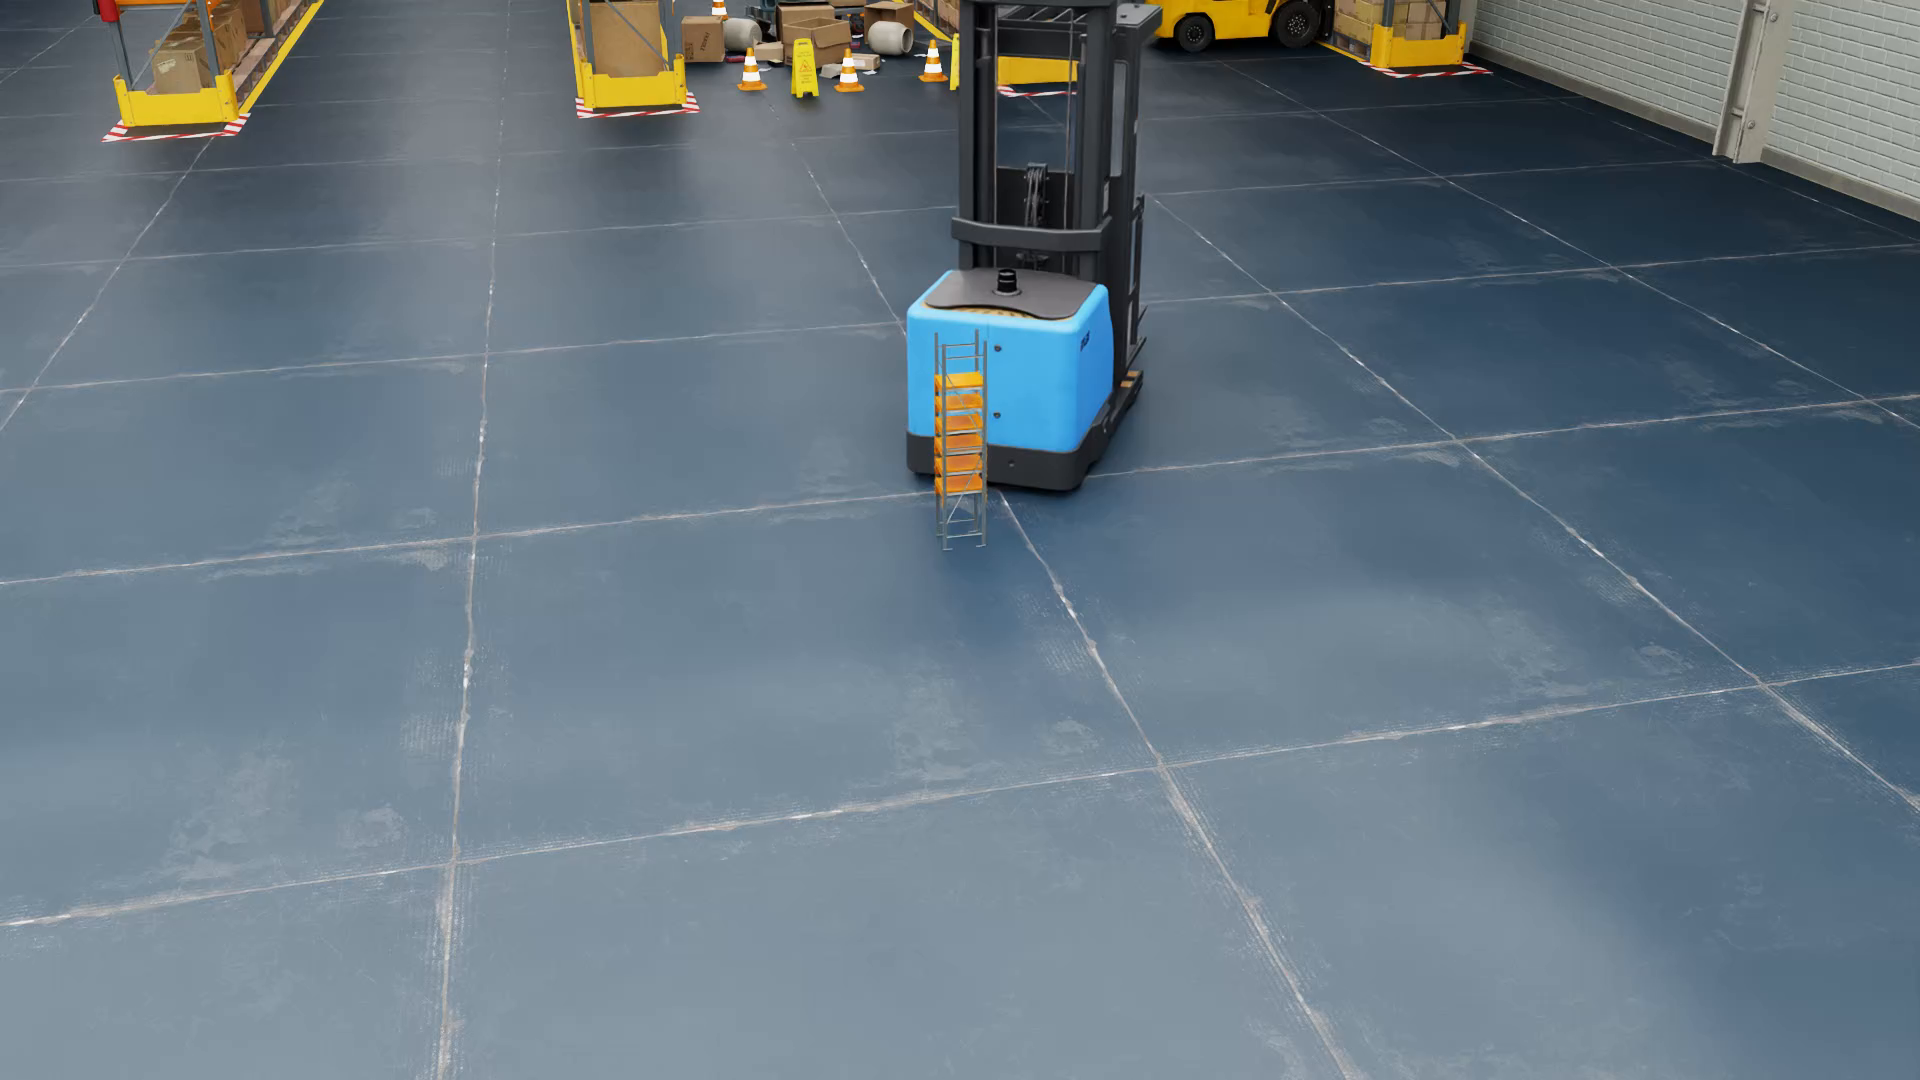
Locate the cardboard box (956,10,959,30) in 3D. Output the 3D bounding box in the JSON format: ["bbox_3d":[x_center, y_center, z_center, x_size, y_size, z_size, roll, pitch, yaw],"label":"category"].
[{"bbox_3d":[0.249,-6.938,22.252,0.500,0.250,0.500,-6,27,-12],"label":"cardboard box"}]

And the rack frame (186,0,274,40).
[{"bbox_3d":[-9.530,-7.724,21.223,1.000,3.000,0.127,-6,27,-12],"label":"rack frame"}]

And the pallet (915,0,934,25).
[{"bbox_3d":[-0.052,-7.827,24.522,1.003,0.211,1.213,-6,27,-12],"label":"pallet"}]

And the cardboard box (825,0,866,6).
[{"bbox_3d":[-1.602,-7.758,23.225,0.500,0.500,0.500,-6,27,-12],"label":"cardboard box"}]

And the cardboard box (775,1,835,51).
[{"bbox_3d":[-2.055,-6.844,22.100,0.797,0.637,0.503,-6,27,-12],"label":"cardboard box"}]

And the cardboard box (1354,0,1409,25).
[{"bbox_3d":[5.448,-6.845,21.513,0.500,0.250,0.500,-6,27,-12],"label":"cardboard box"}]

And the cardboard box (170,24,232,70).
[{"bbox_3d":[-9.044,-5.851,19.821,0.500,0.500,0.500,-3,27,-7],"label":"cardboard box"}]

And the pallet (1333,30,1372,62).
[{"bbox_3d":[5.649,-6.566,22.025,1.003,0.211,1.213,-6,27,-12],"label":"pallet"}]

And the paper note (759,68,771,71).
[{"bbox_3d":[-2.463,-5.943,20.993,0.144,0.017,0.142,3,27,6],"label":"paper note"}]

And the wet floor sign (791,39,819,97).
[{"bbox_3d":[-1.838,-5.564,19.558,0.267,0.644,0.232,-11,29,-20],"label":"wet floor sign"}]

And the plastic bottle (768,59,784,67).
[{"bbox_3d":[-2.373,-6.109,21.286,0.133,0.061,0.283,-16,31,-29],"label":"plastic bottle"}]

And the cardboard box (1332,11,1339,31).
[{"bbox_3d":[5.241,-7.054,22.481,0.500,0.250,0.500,-6,27,-11],"label":"cardboard box"}]

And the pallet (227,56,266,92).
[{"bbox_3d":[-9.066,-5.651,20.211,1.003,0.211,1.213,-6,27,-12],"label":"pallet"}]

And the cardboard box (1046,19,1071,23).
[{"bbox_3d":[1.108,-6.661,20.872,0.500,0.500,0.500,-7,28,-13],"label":"cardboard box"}]

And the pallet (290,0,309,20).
[{"bbox_3d":[-10.257,-7.892,24.651,1.003,0.211,1.213,-6,27,-12],"label":"pallet"}]

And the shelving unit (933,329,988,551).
[{"bbox_3d":[0.003,-0.529,8.967,0.258,1.200,0.189,-6,27,-12],"label":"shelving unit"}]

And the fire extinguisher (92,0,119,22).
[{"bbox_3d":[-9.052,-5.836,17.569,0.296,0.674,0.183,-6,27,-12],"label":"fire extinguisher"}]

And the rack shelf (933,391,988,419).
[{"bbox_3d":[0.003,-0.704,8.879,0.258,0.103,0.180,-6,27,-12],"label":"rack shelf"}]

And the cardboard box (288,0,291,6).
[{"bbox_3d":[-10.123,-8.026,24.108,0.700,0.500,0.500,-8,28,-16],"label":"cardboard box"}]

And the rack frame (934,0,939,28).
[{"bbox_3d":[0.125,-8.730,23.217,1.000,3.000,0.127,-6,27,-12],"label":"rack frame"}]

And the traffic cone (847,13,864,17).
[{"bbox_3d":[-1.518,-8.000,24.586,0.336,0.463,0.334,-6,27,-12],"label":"traffic cone"}]

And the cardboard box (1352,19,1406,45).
[{"bbox_3d":[5.448,-6.614,21.610,0.500,0.250,0.500,-6,27,-11],"label":"cardboard box"}]

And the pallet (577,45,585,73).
[{"bbox_3d":[-4.301,-6.060,21.021,1.003,0.211,1.213,-6,27,-12],"label":"pallet"}]

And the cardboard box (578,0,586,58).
[{"bbox_3d":[-4.191,-6.343,20.380,0.875,0.875,0.875,-6,27,-12],"label":"cardboard box"}]

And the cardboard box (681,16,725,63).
[{"bbox_3d":[-3.325,-6.491,21.552,0.500,0.500,0.500,-1,27,-3],"label":"cardboard box"}]

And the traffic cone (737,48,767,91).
[{"bbox_3d":[-2.509,-5.672,19.973,0.336,0.463,0.334,-6,27,-12],"label":"traffic cone"}]

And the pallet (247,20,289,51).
[{"bbox_3d":[-9.707,-6.820,22.528,1.003,0.211,1.213,-6,27,-12],"label":"pallet"}]

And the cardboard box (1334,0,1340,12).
[{"bbox_3d":[5.208,-7.290,22.396,0.500,0.250,0.500,-7,28,-13],"label":"cardboard box"}]

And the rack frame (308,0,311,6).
[{"bbox_3d":[-10.431,-9.480,24.702,1.000,3.000,0.127,-6,27,-12],"label":"rack frame"}]

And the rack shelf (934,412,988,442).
[{"bbox_3d":[0.003,-0.597,8.933,0.258,0.103,0.180,-6,27,-12],"label":"rack shelf"}]

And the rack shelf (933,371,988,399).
[{"bbox_3d":[0.003,-0.811,8.825,0.258,0.103,0.180,-6,27,-12],"label":"rack shelf"}]

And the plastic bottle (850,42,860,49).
[{"bbox_3d":[-1.411,-6.661,22.379,0.133,0.061,0.283,-1,27,-3],"label":"plastic bottle"}]

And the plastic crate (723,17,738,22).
[{"bbox_3d":[-3.359,-7.010,22.866,0.450,0.188,0.662,-2,25,20],"label":"plastic crate"}]

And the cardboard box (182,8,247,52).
[{"bbox_3d":[-9.342,-6.365,20.839,0.500,0.500,0.500,2,27,5],"label":"cardboard box"}]

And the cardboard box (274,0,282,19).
[{"bbox_3d":[-9.863,-7.533,23.131,0.700,0.500,0.500,-8,28,-16],"label":"cardboard box"}]

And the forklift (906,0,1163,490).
[{"bbox_3d":[0.601,-2.241,10.438,1.130,2.935,3.031,8,28,15],"label":"forklift"}]

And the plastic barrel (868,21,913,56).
[{"bbox_3d":[-0.914,-6.577,21.810,0.512,0.421,0.421,13,30,24],"label":"plastic barrel"}]

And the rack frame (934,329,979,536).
[{"bbox_3d":[-0.017,-0.569,9.047,0.240,1.200,0.006,-6,27,-12],"label":"rack frame"}]

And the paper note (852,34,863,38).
[{"bbox_3d":[-1.418,-6.999,23.082,0.148,0.019,0.142,-6,27,-12],"label":"paper note"}]

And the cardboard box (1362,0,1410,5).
[{"bbox_3d":[5.454,-7.056,21.377,0.500,0.250,0.500,-5,27,-10],"label":"cardboard box"}]

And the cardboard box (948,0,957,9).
[{"bbox_3d":[0.127,-7.504,22.542,0.500,0.500,0.500,-5,27,-10],"label":"cardboard box"}]

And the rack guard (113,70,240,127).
[{"bbox_3d":[-8.646,-4.885,18.374,1.175,0.500,0.348,-6,27,-12],"label":"rack guard"}]

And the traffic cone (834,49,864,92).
[{"bbox_3d":[-1.332,-5.637,19.905,0.336,0.463,0.334,-6,27,-12],"label":"traffic cone"}]

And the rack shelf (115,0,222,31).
[{"bbox_3d":[-9.079,-6.524,19.646,1.077,0.370,4.000,-6,27,-12],"label":"rack shelf"}]

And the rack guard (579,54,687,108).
[{"bbox_3d":[-3.768,-5.300,19.197,1.175,0.500,0.348,-6,27,-12],"label":"rack guard"}]

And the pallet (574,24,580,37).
[{"bbox_3d":[-4.922,-7.269,23.418,1.003,0.211,1.213,-6,27,-12],"label":"pallet"}]

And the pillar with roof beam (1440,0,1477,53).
[{"bbox_3d":[2.389,-10.118,19.309,9.100,9.000,0.400,-6,27,-12],"label":"pillar with roof beam"}]

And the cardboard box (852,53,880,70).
[{"bbox_3d":[-1.237,-6.071,21.113,0.380,0.149,0.250,8,28,15],"label":"cardboard box"}]

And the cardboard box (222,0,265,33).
[{"bbox_3d":[-9.647,-7.076,22.226,0.700,0.500,0.500,-8,28,-16],"label":"cardboard box"}]

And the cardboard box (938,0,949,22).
[{"bbox_3d":[-0.005,-7.403,23.175,0.500,0.250,0.500,-7,28,-14],"label":"cardboard box"}]

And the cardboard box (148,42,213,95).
[{"bbox_3d":[-8.753,-5.315,18.759,0.500,0.500,0.500,-1,27,-2],"label":"cardboard box"}]
